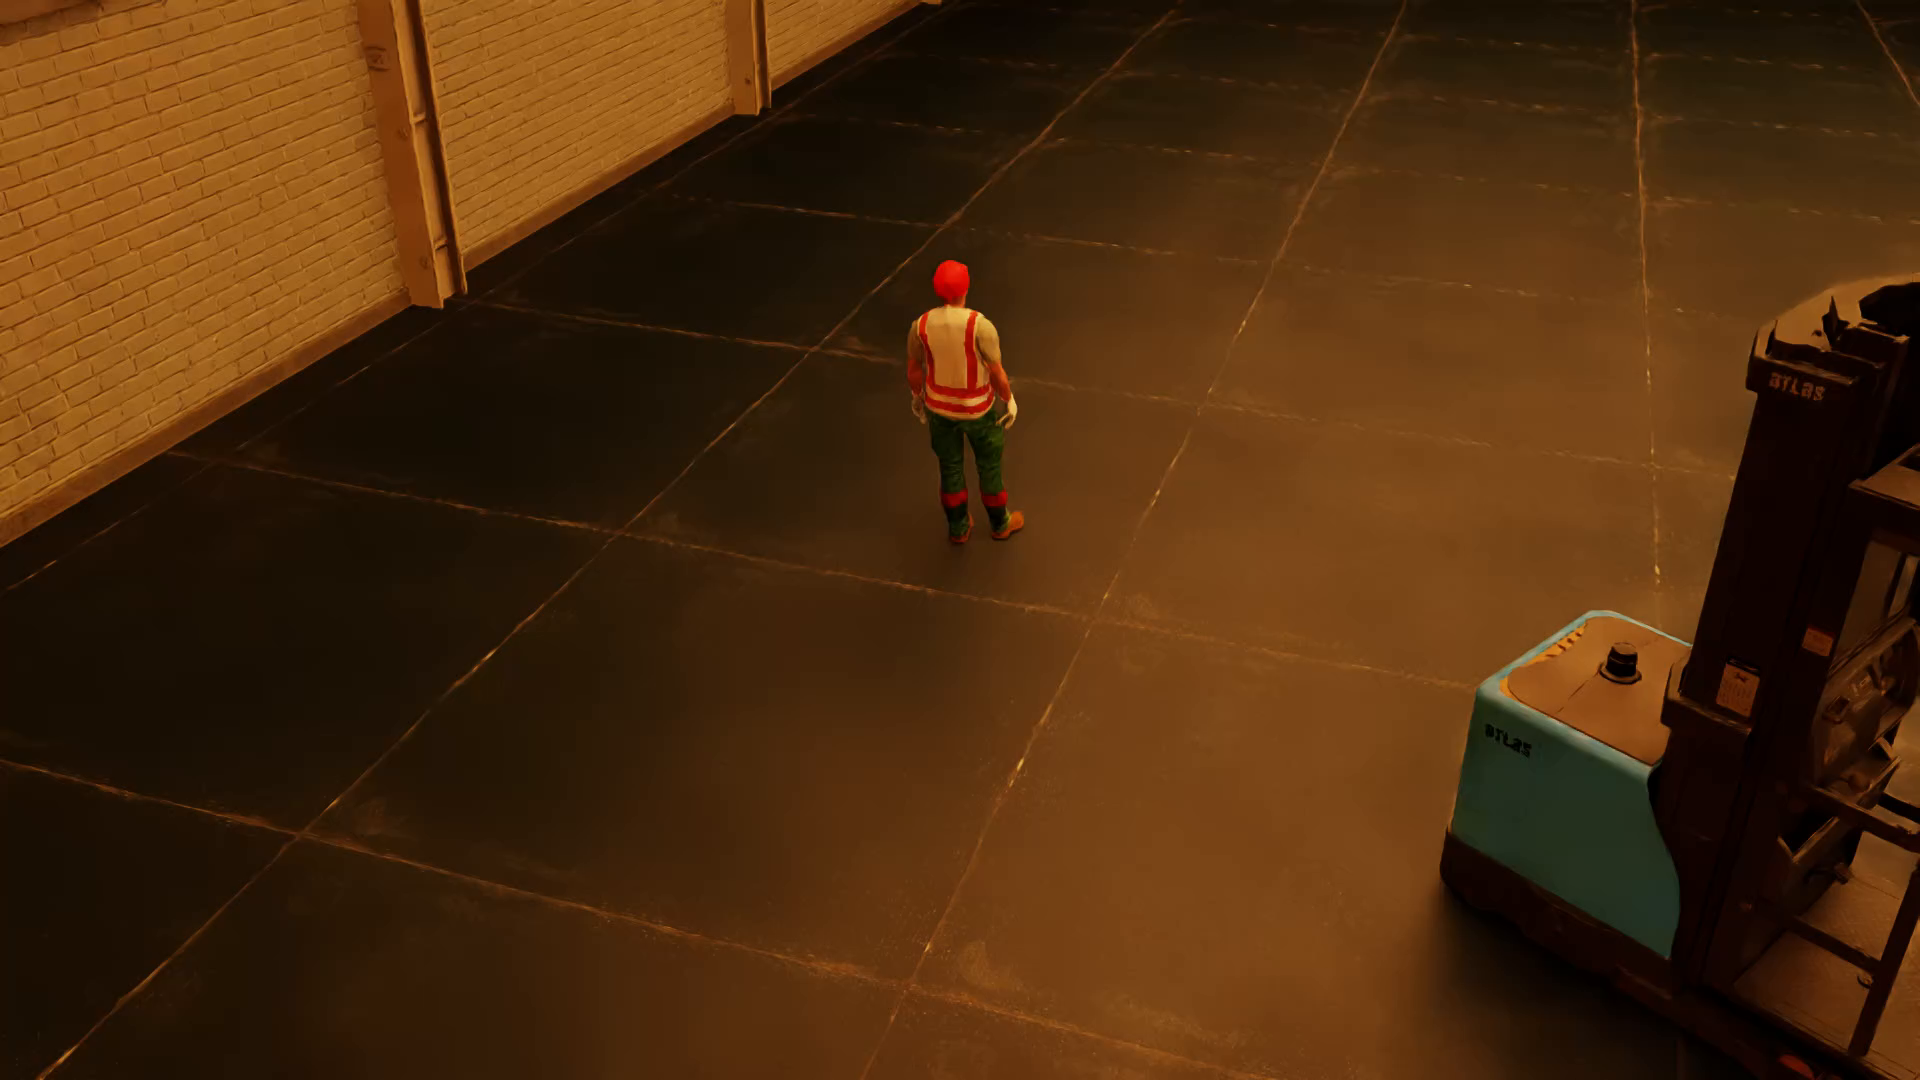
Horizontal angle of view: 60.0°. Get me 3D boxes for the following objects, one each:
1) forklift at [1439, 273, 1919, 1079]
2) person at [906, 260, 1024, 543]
[{"bbox_3d":[3.479,0.649,5.998,1.130,2.935,3.031,-24,37,-35],"label":"forklift"},{"bbox_3d":[0.037,-0.819,9.713,0.637,1.787,0.563,10,31,16],"label":"person"}]
